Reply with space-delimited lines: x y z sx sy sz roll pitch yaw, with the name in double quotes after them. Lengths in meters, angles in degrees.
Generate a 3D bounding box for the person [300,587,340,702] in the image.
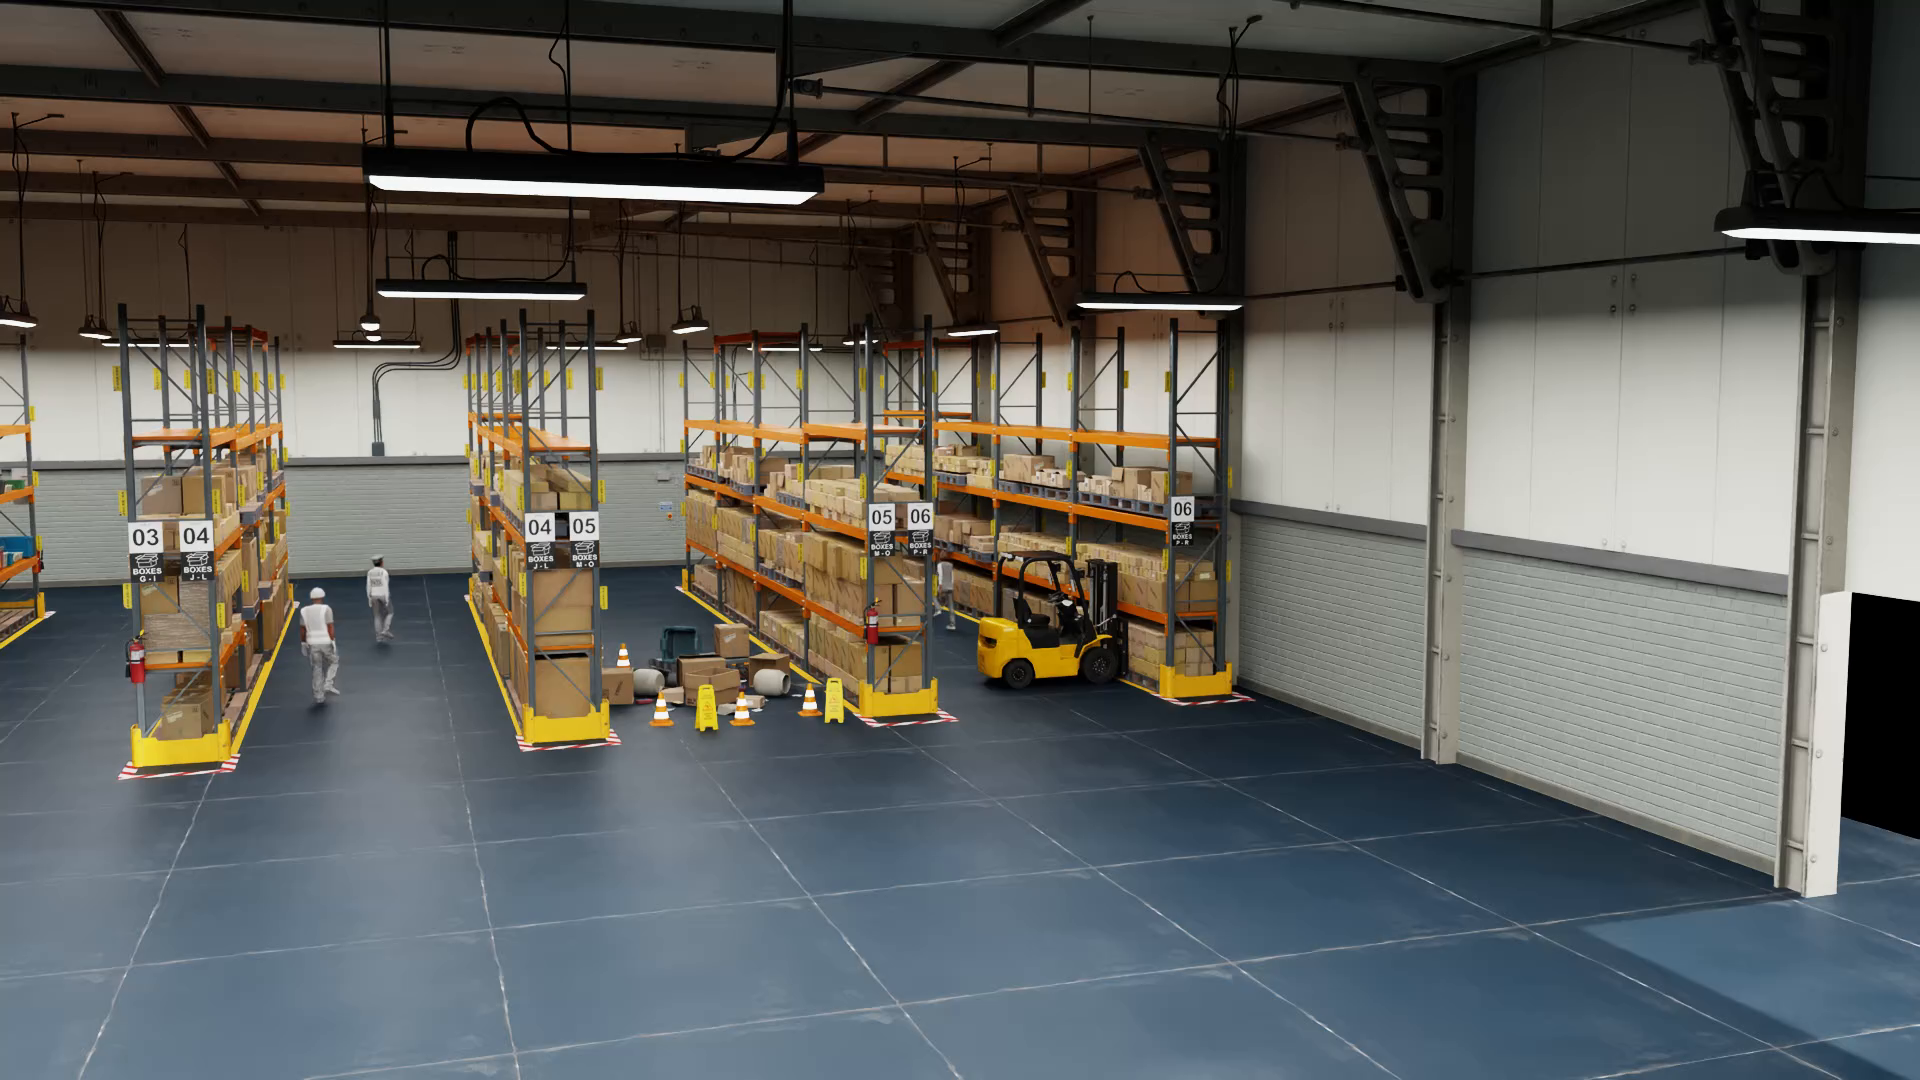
-10.053 1.640 26.096 0.594 1.773 0.540 -1 6 -10 "person"

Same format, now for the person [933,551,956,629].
-0.310 1.013 33.689 0.457 1.555 0.721 -4 7 -36 "person"

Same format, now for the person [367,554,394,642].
-11.196 1.122 32.081 0.518 1.666 0.462 0 5 -5 "person"
